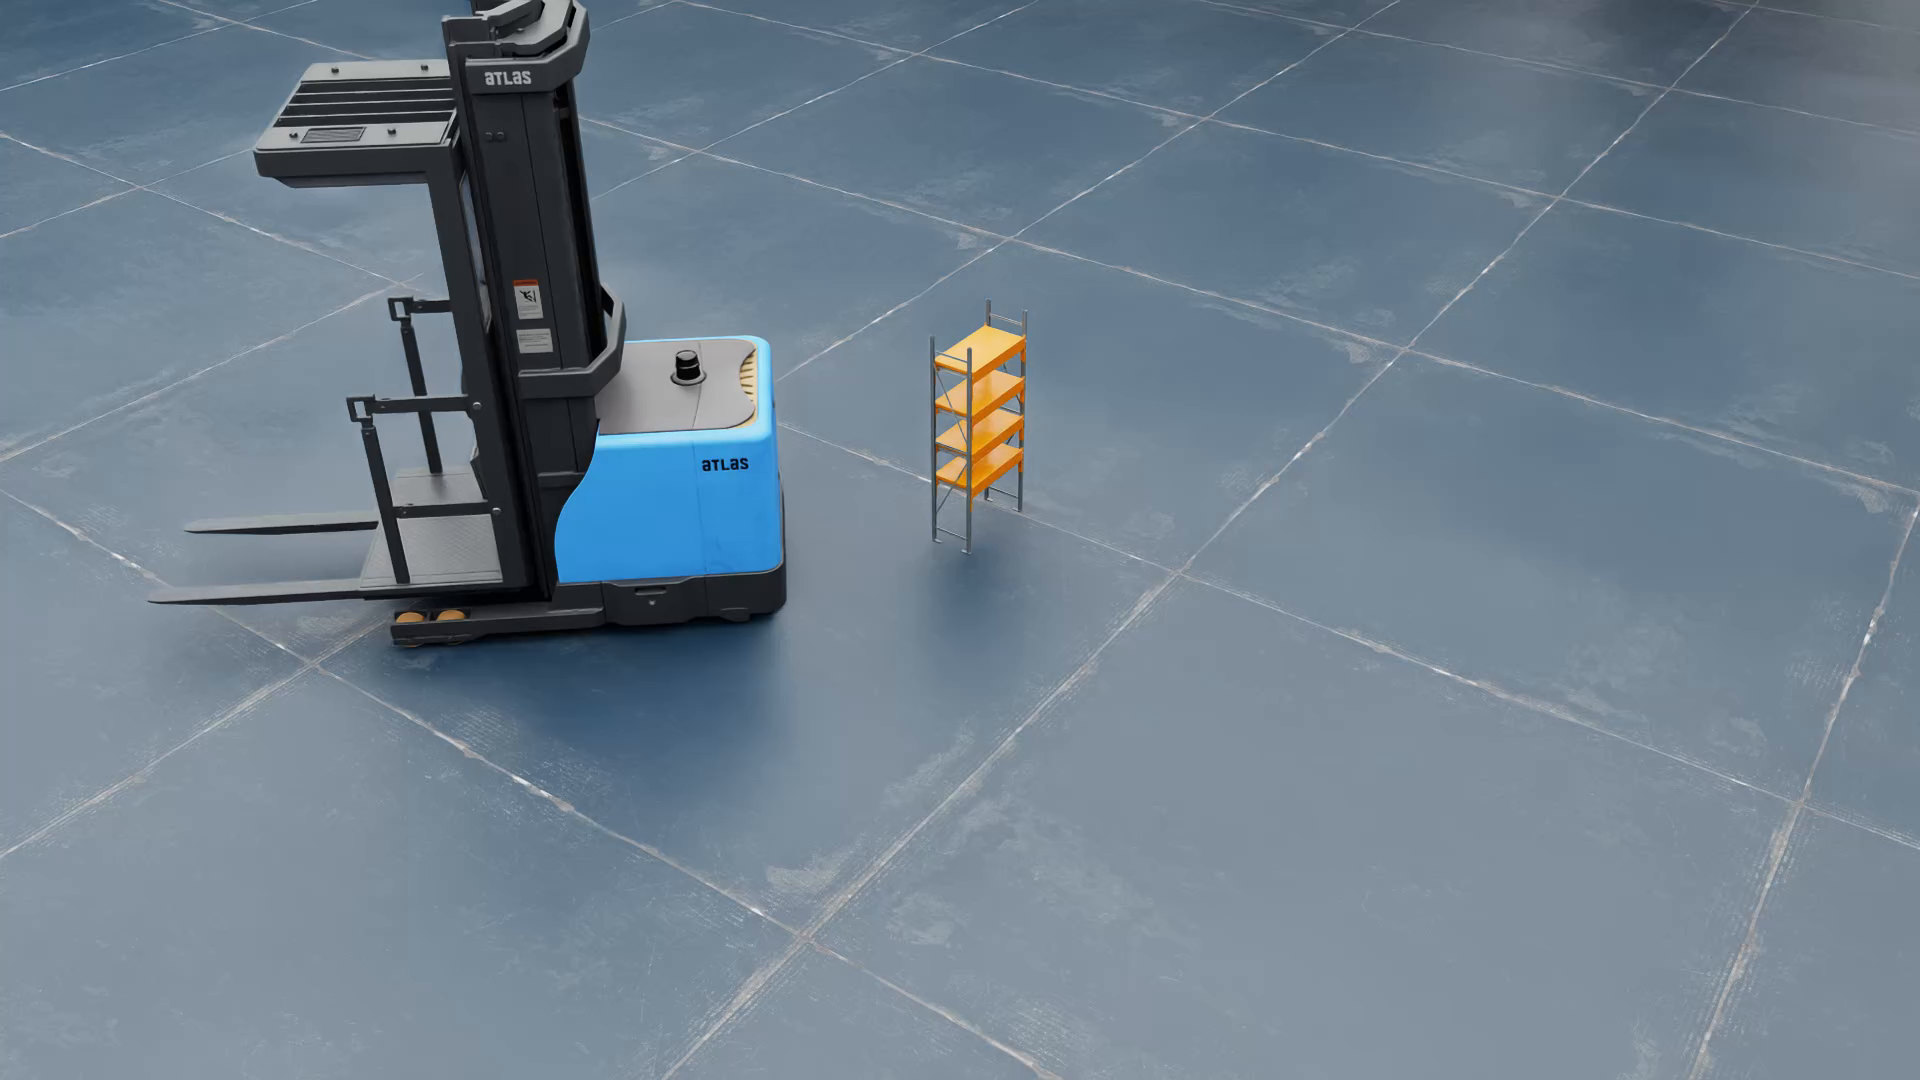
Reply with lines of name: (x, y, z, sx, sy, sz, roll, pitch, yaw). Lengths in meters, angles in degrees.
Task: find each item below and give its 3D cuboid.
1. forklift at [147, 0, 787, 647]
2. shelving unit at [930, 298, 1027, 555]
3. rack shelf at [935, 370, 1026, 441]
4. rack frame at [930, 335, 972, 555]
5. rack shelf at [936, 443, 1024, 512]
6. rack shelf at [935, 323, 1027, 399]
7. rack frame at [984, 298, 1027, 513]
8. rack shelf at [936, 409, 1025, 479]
forklift: (-2.404, -1.011, 7.629, 3.031, 2.935, 1.130, -3, 34, -5)
shelving unit: (0.094, -0.573, 8.527, 0.258, 1.200, 0.503, 21, 39, 28)
rack shelf: (0.094, -0.703, 8.439, 0.258, 0.148, 0.480, 21, 39, 28)
rack frame: (-0.045, -0.461, 8.360, 0.240, 1.200, 0.015, 21, 39, 28)
rack shelf: (0.094, -0.353, 8.675, 0.258, 0.148, 0.480, 21, 39, 28)
rack shelf: (0.094, -0.899, 8.306, 0.258, 0.148, 0.480, 21, 39, 28)
rack frame: (0.234, -0.685, 8.693, 0.240, 1.200, 0.015, 21, 39, 28)
rack shelf: (0.094, -0.517, 8.564, 0.258, 0.148, 0.480, 21, 39, 28)
